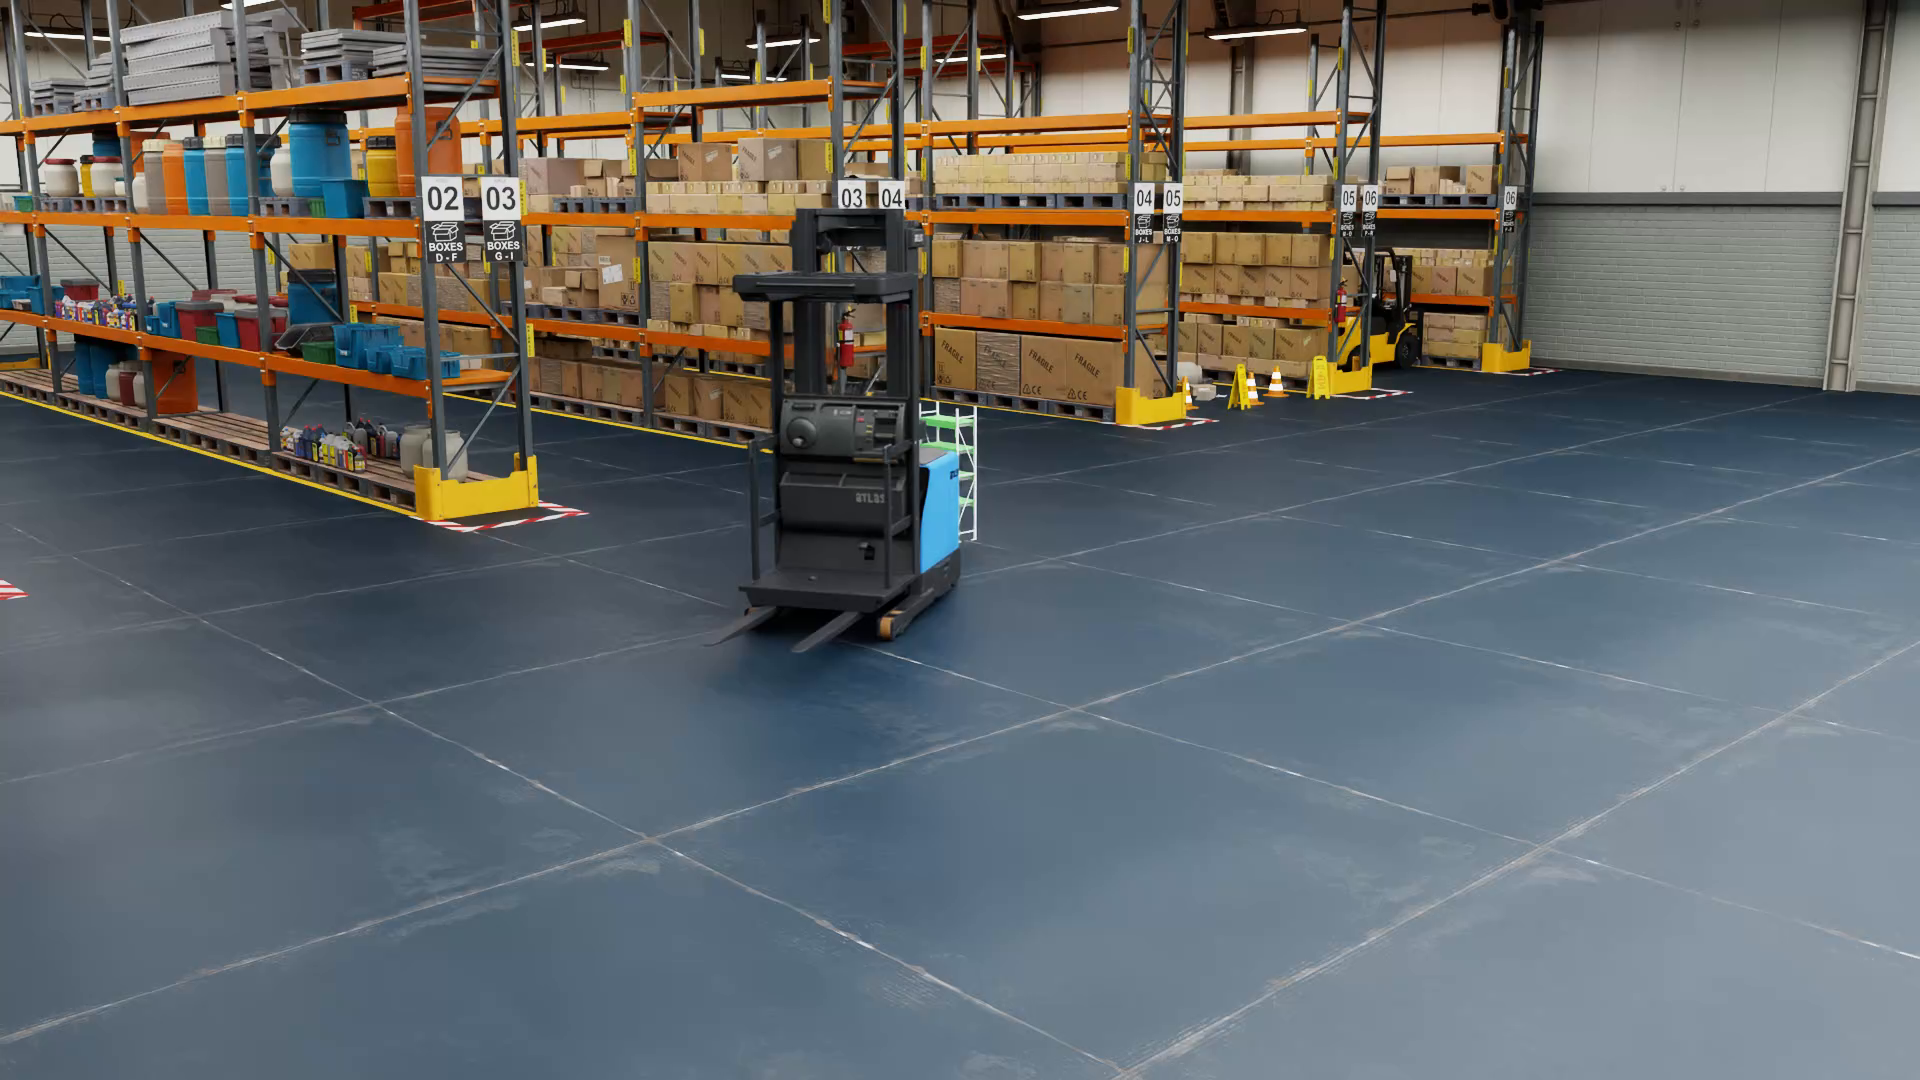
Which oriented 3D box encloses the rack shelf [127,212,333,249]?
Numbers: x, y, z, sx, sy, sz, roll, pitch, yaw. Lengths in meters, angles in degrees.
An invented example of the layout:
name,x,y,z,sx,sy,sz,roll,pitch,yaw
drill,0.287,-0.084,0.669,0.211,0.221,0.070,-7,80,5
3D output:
name,x,y,z,sx,sy,sz,roll,pitch,yaw
rack shelf,-8.770,-3.741,19.984,1.077,0.370,4.000,-11,16,-43

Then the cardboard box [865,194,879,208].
name,x,y,z,sx,sy,sz,roll,pitch,yaw
cardboard box,-1.190,-3.941,19.543,0.500,0.250,0.500,-10,15,-41

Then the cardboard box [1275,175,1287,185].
name,x,y,z,sx,sy,sz,roll,pitch,yaw
cardboard box,5.198,-5.686,26.291,0.380,0.149,0.250,-11,16,-42

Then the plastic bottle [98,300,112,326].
name,x,y,z,sx,sy,sz,roll,pitch,yaw
plastic bottle,-11.608,-3.087,22.585,0.144,0.351,0.185,-11,16,-43

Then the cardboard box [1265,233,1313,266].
name,x,y,z,sx,sy,sz,roll,pitch,yaw
cardboard box,5.269,-4.623,26.454,0.700,0.500,0.500,-11,16,-42

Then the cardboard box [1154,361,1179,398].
name,x,y,z,sx,sy,sz,roll,pitch,yaw
cardboard box,3.079,-2.500,25.801,0.637,0.503,0.797,1,12,6

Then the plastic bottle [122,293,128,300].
name,x,y,z,sx,sy,sz,roll,pitch,yaw
plastic bottle,-12.042,-3.387,24.040,0.144,0.351,0.185,-11,16,-43

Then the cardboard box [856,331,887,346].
name,x,y,z,sx,sy,sz,roll,pitch,yaw
cardboard box,-1.069,-2.390,19.703,0.380,0.149,0.250,-11,16,-43

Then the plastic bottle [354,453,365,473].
name,x,y,z,sx,sy,sz,roll,pitch,yaw
plastic bottle,-6.212,-0.800,17.206,0.097,0.201,0.097,0,12,0

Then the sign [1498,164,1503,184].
name,x,y,z,sx,sy,sz,roll,pitch,yaw
sign,9.309,-6.302,28.636,0.100,0.325,0.005,-11,16,-43

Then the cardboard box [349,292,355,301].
name,x,y,z,sx,sy,sz,roll,pitch,yaw
cardboard box,-10.134,-4.141,28.198,0.380,0.149,0.250,-11,16,-44

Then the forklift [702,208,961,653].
name,x,y,z,sx,sy,sz,roll,pitch,yaw
forklift,-0.895,-0.827,11.661,1.130,2.935,3.031,3,12,16

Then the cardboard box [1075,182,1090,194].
name,x,y,z,sx,sy,sz,roll,pitch,yaw
cardboard box,1.787,-4.791,22.634,0.380,0.149,0.250,-11,16,-42

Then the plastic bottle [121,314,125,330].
name,x,y,z,sx,sy,sz,roll,pitch,yaw
plastic bottle,-11.032,-2.885,21.976,0.097,0.201,0.097,0,12,0

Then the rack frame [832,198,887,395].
name,x,y,z,sx,sy,sz,roll,pitch,yaw
rack frame,-1.044,-2.439,19.314,1.000,3.000,0.127,-11,16,-43

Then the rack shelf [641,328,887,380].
name,x,y,z,sx,sy,sz,roll,pitch,yaw
rack shelf,-2.425,-2.378,20.803,1.077,0.370,4.000,-11,16,-43

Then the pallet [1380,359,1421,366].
name,x,y,z,sx,sy,sz,roll,pitch,yaw
pallet,8.314,-3.430,31.036,1.003,0.211,1.213,-11,16,-43

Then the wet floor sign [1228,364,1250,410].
name,x,y,z,sx,sy,sz,roll,pitch,yaw
wet floor sign,4.065,-2.234,24.154,0.232,0.644,0.267,8,14,35

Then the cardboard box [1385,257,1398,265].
name,x,y,z,sx,sy,sz,roll,pitch,yaw
cardboard box,8.032,-5.151,30.622,0.380,0.149,0.250,-11,16,-44

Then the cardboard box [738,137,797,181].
name,x,y,z,sx,sy,sz,roll,pitch,yaw
cardboard box,-2.298,-4.538,19.848,0.500,0.500,0.500,-11,16,-43

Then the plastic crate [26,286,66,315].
name,x,y,z,sx,sy,sz,roll,pitch,yaw
plastic crate,-13.482,-3.542,24.560,0.392,0.384,0.575,-11,16,-43

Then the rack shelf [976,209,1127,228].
name,x,y,z,sx,sy,sz,roll,pitch,yaw
rack shelf,1.980,-5.812,30.037,1.077,0.370,4.000,-11,16,-43

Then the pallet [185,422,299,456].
name,x,y,z,sx,sy,sz,roll,pitch,yaw
pallet,-8.806,-1.254,20.473,1.003,0.211,1.213,-11,16,-43

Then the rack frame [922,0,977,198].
name,x,y,z,sx,sy,sz,roll,pitch,yaw
rack frame,-0.149,-6.637,24.825,1.000,3.000,0.127,-11,16,-43

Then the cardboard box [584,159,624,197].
name,x,y,z,sx,sy,sz,roll,pitch,yaw
cardboard box,-4.711,-4.968,22.859,0.797,0.503,0.637,-10,15,-40

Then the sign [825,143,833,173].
name,x,y,z,sx,sy,sz,roll,pitch,yaw
sign,-1.459,-4.267,18.561,0.100,0.325,0.005,-11,16,-43

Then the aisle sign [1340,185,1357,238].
name,x,y,z,sx,sy,sz,roll,pitch,yaw
aisle sign,5.956,-5.043,25.515,0.394,0.787,0.004,-11,16,-43

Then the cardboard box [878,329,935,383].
name,x,y,z,sx,sy,sz,roll,pitch,yaw
cardboard box,-0.643,-2.881,25.994,1.050,0.750,0.750,-11,16,-43

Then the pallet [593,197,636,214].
name,x,y,z,sx,sy,sz,roll,pitch,yaw
pallet,-4.156,-4.504,22.373,1.213,0.211,1.003,-11,16,-43

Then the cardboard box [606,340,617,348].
name,x,y,z,sx,sy,sz,roll,pitch,yaw
cardboard box,-6.539,-3.765,31.775,0.250,0.149,0.380,11,16,43

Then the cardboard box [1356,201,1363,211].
name,x,y,z,sx,sy,sz,roll,pitch,yaw
cardboard box,6.129,-5.259,26.194,0.380,0.149,0.250,-11,16,-42

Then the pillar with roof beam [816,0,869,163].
name,x,y,z,sx,sy,sz,roll,pitch,yaw
pillar with roof beam,-5.662,-9.704,39.713,9.100,9.000,0.548,-11,16,-43

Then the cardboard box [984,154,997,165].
name,x,y,z,sx,sy,sz,roll,pitch,yaw
cardboard box,0.562,-5.441,23.812,0.380,0.149,0.250,-11,16,-42

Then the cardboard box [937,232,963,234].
name,x,y,z,sx,sy,sz,roll,pitch,yaw
cardboard box,-0.184,-6.964,39.054,0.500,0.500,0.500,-10,16,-41

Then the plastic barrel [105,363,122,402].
name,x,y,z,sx,sy,sz,roll,pitch,yaw
plastic barrel,-11.736,-2.207,23.314,0.421,0.512,0.421,0,12,0

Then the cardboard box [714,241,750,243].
name,x,y,z,sx,sy,sz,roll,pitch,yaw
cardboard box,-2.950,-3.607,21.521,0.500,0.500,0.500,-11,16,-43

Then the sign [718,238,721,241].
name,x,y,z,sx,sy,sz,roll,pitch,yaw
sign,-5.332,-6.541,36.884,0.100,0.325,0.005,-11,16,-43

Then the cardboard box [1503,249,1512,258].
name,x,y,z,sx,sy,sz,roll,pitch,yaw
cardboard box,9.633,-5.103,29.654,0.380,0.149,0.250,-11,16,-44

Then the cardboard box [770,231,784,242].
name,x,y,z,sx,sy,sz,roll,pitch,yaw
cardboard box,-3.732,-6.362,35.634,0.500,0.500,0.500,-11,16,-42

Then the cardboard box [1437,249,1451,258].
name,x,y,z,sx,sy,sz,roll,pitch,yaw
cardboard box,8.800,-5.160,29.930,0.380,0.149,0.250,-11,16,-42

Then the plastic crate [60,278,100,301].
name,x,y,z,sx,sy,sz,roll,pitch,yaw
plastic crate,-13.349,-3.726,25.254,0.402,0.464,0.583,-11,16,-43

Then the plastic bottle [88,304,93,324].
name,x,y,z,sx,sy,sz,roll,pitch,yaw
plastic bottle,-11.942,-3.112,22.902,0.097,0.271,0.097,0,12,0

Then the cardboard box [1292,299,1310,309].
name,x,y,z,sx,sy,sz,roll,pitch,yaw
cardboard box,5.455,-3.743,26.267,0.380,0.149,0.250,-11,16,-43

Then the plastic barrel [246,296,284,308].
name,x,y,z,sx,sy,sz,roll,pitch,yaw
plastic barrel,-8.397,-2.676,20.130,0.433,0.535,0.433,0,12,0

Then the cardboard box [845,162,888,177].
name,x,y,z,sx,sy,sz,roll,pitch,yaw
cardboard box,-1.509,-5.841,26.857,0.500,0.500,0.500,-11,16,-43

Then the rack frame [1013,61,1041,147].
name,x,y,z,sx,sy,sz,roll,pitch,yaw
rack frame,1.424,-9.201,37.272,1.000,3.000,0.127,-11,16,-43

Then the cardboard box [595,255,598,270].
name,x,y,z,sx,sy,sz,roll,pitch,yaw
cardboard box,-6.570,-5.168,31.578,0.500,0.500,0.500,11,16,44

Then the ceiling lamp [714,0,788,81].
name,x,y,z,sx,sy,sz,roll,pitch,yaw
ceiling lamp,-4.873,-12.711,39.841,2.000,3.185,0.800,-11,16,-43

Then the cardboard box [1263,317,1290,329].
name,x,y,z,sx,sy,sz,roll,pitch,yaw
cardboard box,5.079,-3.488,26.717,0.380,0.149,0.250,-10,15,-41

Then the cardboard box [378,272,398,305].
name,x,y,z,sx,sy,sz,roll,pitch,yaw
cardboard box,-9.194,-4.137,27.310,0.500,0.500,0.500,-11,16,-42

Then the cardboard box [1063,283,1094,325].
name,x,y,z,sx,sy,sz,roll,pitch,yaw
cardboard box,1.928,-3.314,23.189,0.875,0.550,0.550,-11,16,-43

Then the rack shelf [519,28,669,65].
name,x,y,z,sx,sy,sz,roll,pitch,yaw
rack shelf,-7.055,-9.372,31.646,1.077,0.370,4.000,-11,16,-43

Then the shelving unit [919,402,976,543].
name,x,y,z,sx,sy,sz,roll,pitch,yaw
shelving unit,-0.114,-0.612,14.908,0.258,1.200,0.503,-11,16,-43

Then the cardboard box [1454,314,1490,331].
name,x,y,z,sx,sy,sz,roll,pitch,yaw
cardboard box,9.167,-3.884,29.626,0.500,0.250,0.500,-10,15,-41

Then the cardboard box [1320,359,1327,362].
name,x,y,z,sx,sy,sz,roll,pitch,yaw
cardboard box,5.766,-2.835,27.011,0.500,0.250,0.500,-11,16,-43
